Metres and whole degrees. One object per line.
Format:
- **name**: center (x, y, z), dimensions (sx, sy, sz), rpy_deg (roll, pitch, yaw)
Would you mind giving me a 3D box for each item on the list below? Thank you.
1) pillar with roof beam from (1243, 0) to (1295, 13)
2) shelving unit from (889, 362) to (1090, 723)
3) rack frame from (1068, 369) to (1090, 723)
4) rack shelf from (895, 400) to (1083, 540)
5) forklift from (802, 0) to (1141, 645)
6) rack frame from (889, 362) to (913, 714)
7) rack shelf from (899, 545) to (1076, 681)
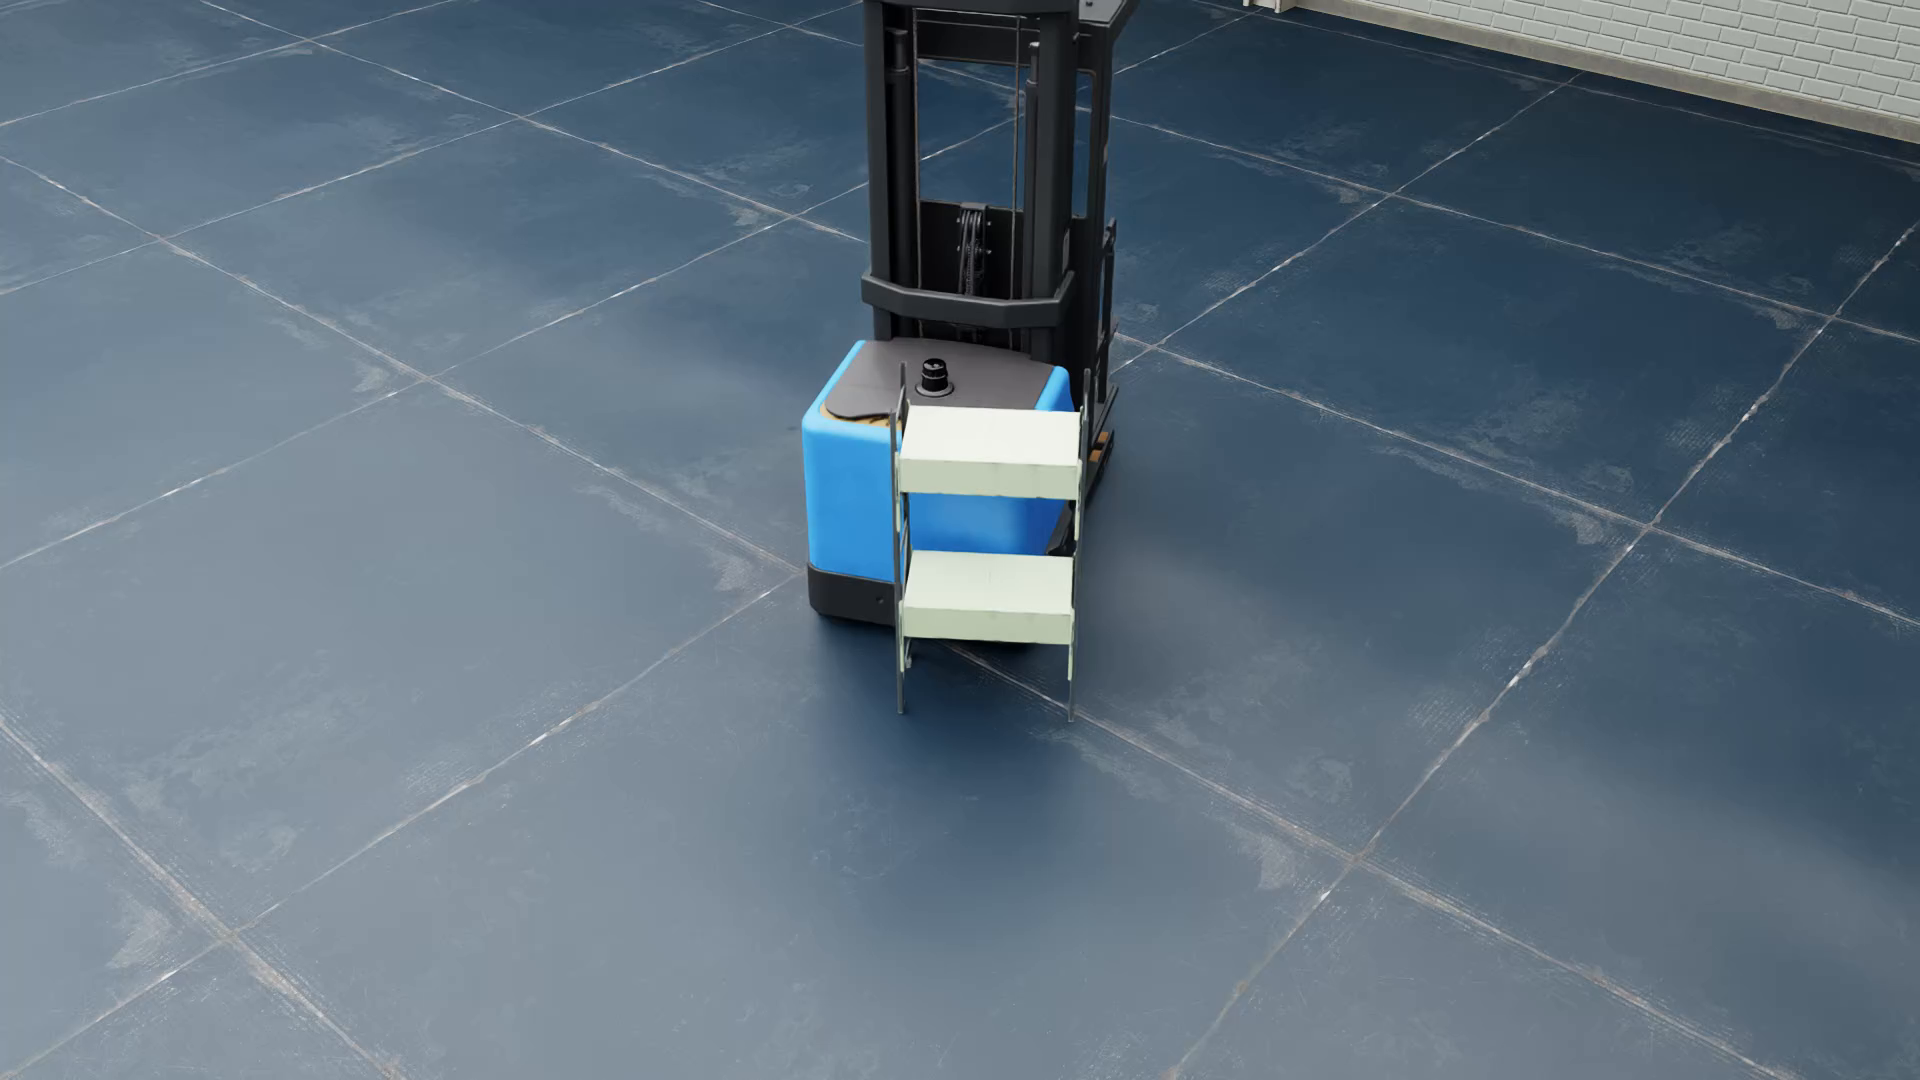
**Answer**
- **pillar with roof beam**: center (0.135, -6.826, 10.241), dimensions (0.400, 9.000, 9.100), rpy_deg (25, 42, 32)
- **shelving unit**: center (0.124, 0.037, 6.870), dimensions (0.755, 1.500, 0.431), rpy_deg (3, 35, 4)
- **rack frame**: center (0.489, 0.053, 6.846), dimensions (0.023, 1.500, 0.400), rpy_deg (3, 35, 4)
- **rack shelf**: center (0.124, -0.284, 6.647), dimensions (0.720, 0.370, 0.431), rpy_deg (3, 35, 4)
- **forklift**: center (0.193, -1.569, 7.945), dimensions (1.130, 2.935, 3.031), rpy_deg (9, 36, 13)
- **rack frame**: center (-0.241, 0.020, 6.894), dimensions (0.023, 1.500, 0.400), rpy_deg (3, 35, 4)
- **rack shelf**: center (0.124, 0.304, 7.056), dimensions (0.720, 0.370, 0.431), rpy_deg (3, 35, 4)
